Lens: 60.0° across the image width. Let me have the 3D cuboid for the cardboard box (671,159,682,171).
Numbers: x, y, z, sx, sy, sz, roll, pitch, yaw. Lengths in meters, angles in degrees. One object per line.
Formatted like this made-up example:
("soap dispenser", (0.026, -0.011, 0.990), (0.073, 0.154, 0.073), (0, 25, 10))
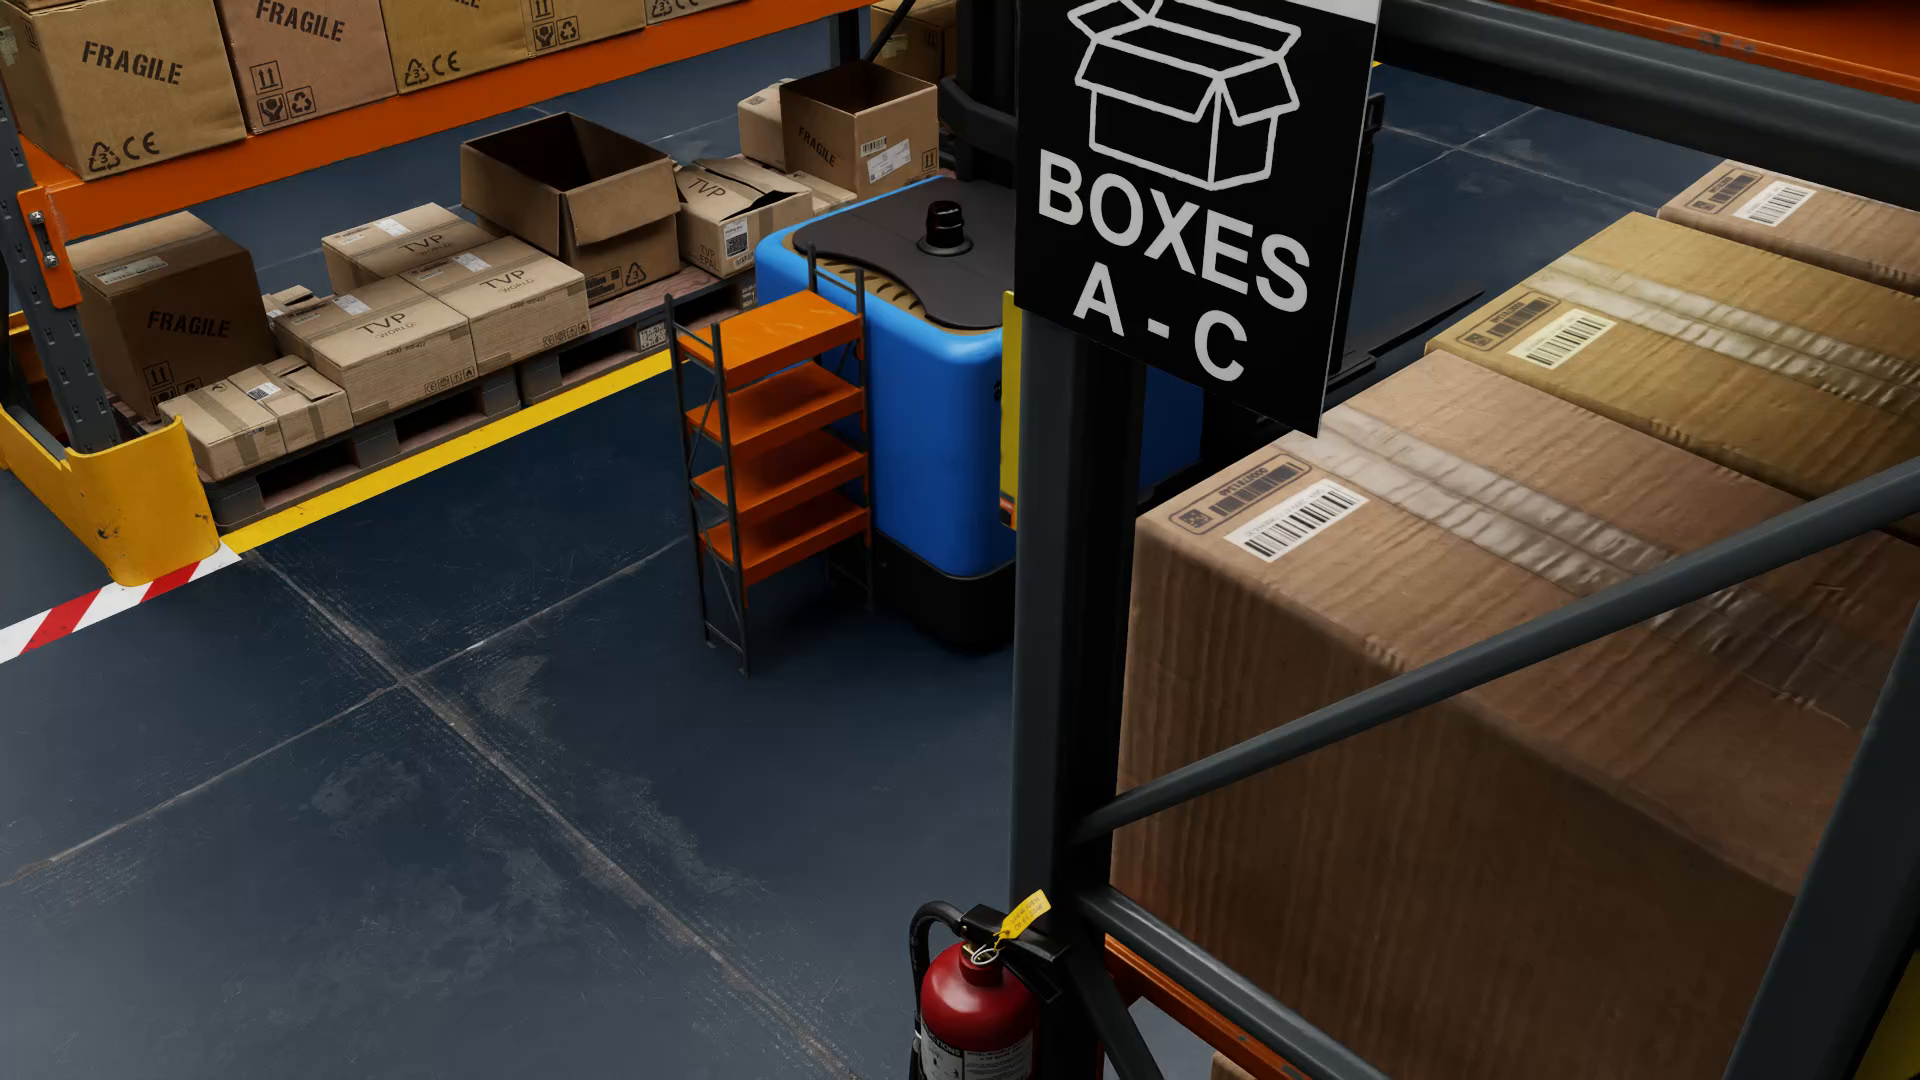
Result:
("cardboard box", (-1.289, -1.539, 7.321), (0.380, 0.166, 0.250), (30, 45, 35))

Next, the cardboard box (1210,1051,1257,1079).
("cardboard box", (0.885, 1.188, 3.136), (0.700, 0.500, 0.500), (30, 45, 35))

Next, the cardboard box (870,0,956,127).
("cardboard box", (-0.093, -2.430, 8.307), (0.500, 0.500, 0.500), (29, 44, 35))

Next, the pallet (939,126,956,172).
("pallet", (0.309, -2.161, 8.557), (1.003, 0.211, 1.213), (30, 45, 35))

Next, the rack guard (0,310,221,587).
("rack guard", (-3.002, -0.341, 5.695), (1.175, 0.500, 0.348), (30, 45, 35))

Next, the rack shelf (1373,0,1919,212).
("rack shelf", (1.872, -1.088, 2.587), (1.077, 0.370, 4.000), (30, 45, 35))

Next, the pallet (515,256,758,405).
("pallet", (-1.581, -1.040, 6.949), (1.003, 0.211, 1.213), (30, 45, 35))

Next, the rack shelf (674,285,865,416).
("rack shelf", (-0.535, -0.540, 4.682), (0.480, 0.148, 0.258), (-27, 43, -33))

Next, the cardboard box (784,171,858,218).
("cardboard box", (-0.659, -1.449, 7.206), (0.380, 0.149, 0.250), (30, 45, 35))

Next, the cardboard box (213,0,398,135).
("cardboard box", (-2.196, -1.662, 5.317), (0.500, 0.500, 0.500), (29, 44, 35))

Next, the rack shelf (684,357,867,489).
("rack shelf", (-0.535, -0.346, 4.817), (0.480, 0.148, 0.258), (-27, 43, -33))

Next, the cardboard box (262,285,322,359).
("cardboard box", (-2.498, -0.802, 6.263), (0.380, 0.166, 0.250), (30, 45, 35))

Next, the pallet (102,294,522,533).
("pallet", (-2.441, -0.547, 6.243), (1.003, 0.211, 1.213), (30, 45, 35))

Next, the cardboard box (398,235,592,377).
("cardboard box", (-1.766, -0.901, 6.332), (0.500, 0.250, 0.500), (30, 45, 35))

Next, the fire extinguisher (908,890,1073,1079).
("fire extinguisher", (0.029, 0.719, 2.383), (0.296, 0.674, 0.183), (30, 45, 35))

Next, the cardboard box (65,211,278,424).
("cardboard box", (-2.847, -0.811, 5.984), (0.500, 0.500, 0.500), (30, 45, 35))

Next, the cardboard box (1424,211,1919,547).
("cardboard box", (1.320, 0.025, 2.722), (0.980, 0.700, 0.700), (29, 44, 35))

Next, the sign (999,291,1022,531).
("sign", (0.087, -0.137, 1.998), (0.100, 0.325, 0.005), (30, 45, 35))

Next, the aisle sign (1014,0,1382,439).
("aisle sign", (0.199, -0.499, 1.463), (0.394, 0.787, 0.004), (30, 45, 35))

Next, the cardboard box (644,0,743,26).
("cardboard box", (-1.130, -2.275, 6.195), (0.500, 0.500, 0.500), (-29, 44, -35))

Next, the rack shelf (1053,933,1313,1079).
("rack shelf", (1.872, 0.143, 3.446), (1.077, 0.370, 4.000), (30, 45, 35))

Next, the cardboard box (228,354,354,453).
("cardboard box", (-2.340, -0.487, 5.811), (0.380, 0.166, 0.250), (30, 45, 35))

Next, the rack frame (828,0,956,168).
("rack frame", (-0.237, -2.959, 7.264), (1.000, 3.000, 0.127), (30, 45, 35))

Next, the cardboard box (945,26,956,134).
("cardboard box", (0.277, -2.213, 7.994), (0.500, 0.500, 0.500), (27, 43, 33))

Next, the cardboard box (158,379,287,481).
("cardboard box", (-2.516, -0.378, 5.671), (0.380, 0.149, 0.250), (30, 45, 35))

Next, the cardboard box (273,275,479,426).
("cardboard box", (-2.119, -0.698, 6.040), (0.500, 0.250, 0.500), (30, 45, 35))

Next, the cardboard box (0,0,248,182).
("cardboard box", (-2.556, -1.451, 5.013), (0.500, 0.500, 0.500), (-29, 44, -35))

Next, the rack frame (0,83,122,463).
("rack frame", (-3.055, -1.336, 4.936), (1.000, 3.000, 0.127), (30, 45, 35))

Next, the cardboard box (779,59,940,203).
("cardboard box", (-0.437, -1.769, 7.358), (0.500, 0.500, 0.500), (30, 45, 35))

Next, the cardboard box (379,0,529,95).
("cardboard box", (-1.840, -1.865, 5.607), (0.500, 0.500, 0.500), (29, 44, 35))

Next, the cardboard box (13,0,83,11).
("cardboard box", (-2.556, -1.861, 4.727), (0.500, 0.500, 0.500), (-28, 44, -34))

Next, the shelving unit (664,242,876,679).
("shelving unit", (-0.535, -0.218, 4.906), (0.503, 1.200, 0.258), (-27, 43, -33))

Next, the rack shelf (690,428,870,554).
("rack shelf", (-0.535, -0.162, 4.945), (0.480, 0.148, 0.258), (-27, 43, -33))

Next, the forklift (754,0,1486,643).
("forklift", (0.783, -1.607, 5.385), (3.031, 2.935, 1.130), (-27, 43, -33))

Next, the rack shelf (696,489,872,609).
("rack shelf", (-0.535, 0.000, 5.058), (0.480, 0.148, 0.258), (-27, 43, -33))

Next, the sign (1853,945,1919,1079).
("sign", (0.852, 0.498, 1.481), (0.100, 0.325, 0.005), (30, 45, 35))

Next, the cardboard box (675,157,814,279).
("cardboard box", (-0.966, -1.387, 6.976), (0.500, 0.311, 0.500), (30, 45, 35))

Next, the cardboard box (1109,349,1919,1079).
("cardboard box", (0.815, 0.325, 2.292), (0.700, 0.700, 0.980), (-28, 43, -34))

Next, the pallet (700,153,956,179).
("pallet", (-0.722, -1.537, 7.663), (1.003, 0.211, 1.213), (30, 45, 35))

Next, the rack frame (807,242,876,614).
("rack frame", (-0.354, -0.311, 5.041), (0.015, 1.200, 0.240), (-27, 43, -33))

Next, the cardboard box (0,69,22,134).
("cardboard box", (-2.933, -1.668, 5.326), (0.500, 0.500, 0.500), (-28, 44, -34))

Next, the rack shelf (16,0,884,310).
("rack shelf", (-1.646, -1.852, 6.306), (1.077, 0.370, 4.000), (30, 45, 35))

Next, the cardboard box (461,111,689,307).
("cardboard box", (-1.557, -1.351, 6.756), (0.797, 0.503, 0.637), (30, 45, 35))

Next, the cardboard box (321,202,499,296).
("cardboard box", (-2.156, -1.082, 6.591), (0.500, 0.250, 0.500), (30, 45, 35))

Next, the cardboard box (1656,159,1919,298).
("cardboard box", (1.863, -0.280, 3.161), (0.980, 0.700, 0.700), (27, 43, 33))

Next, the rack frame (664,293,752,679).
("rack frame", (-0.716, -0.124, 4.772), (0.015, 1.200, 0.240), (-27, 43, -33))

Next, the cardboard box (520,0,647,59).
("cardboard box", (-1.487, -2.067, 5.897), (0.500, 0.500, 0.500), (-29, 44, -35))

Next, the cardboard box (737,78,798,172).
("cardboard box", (-0.686, -1.954, 7.788), (0.500, 0.311, 0.500), (30, 45, 35))
